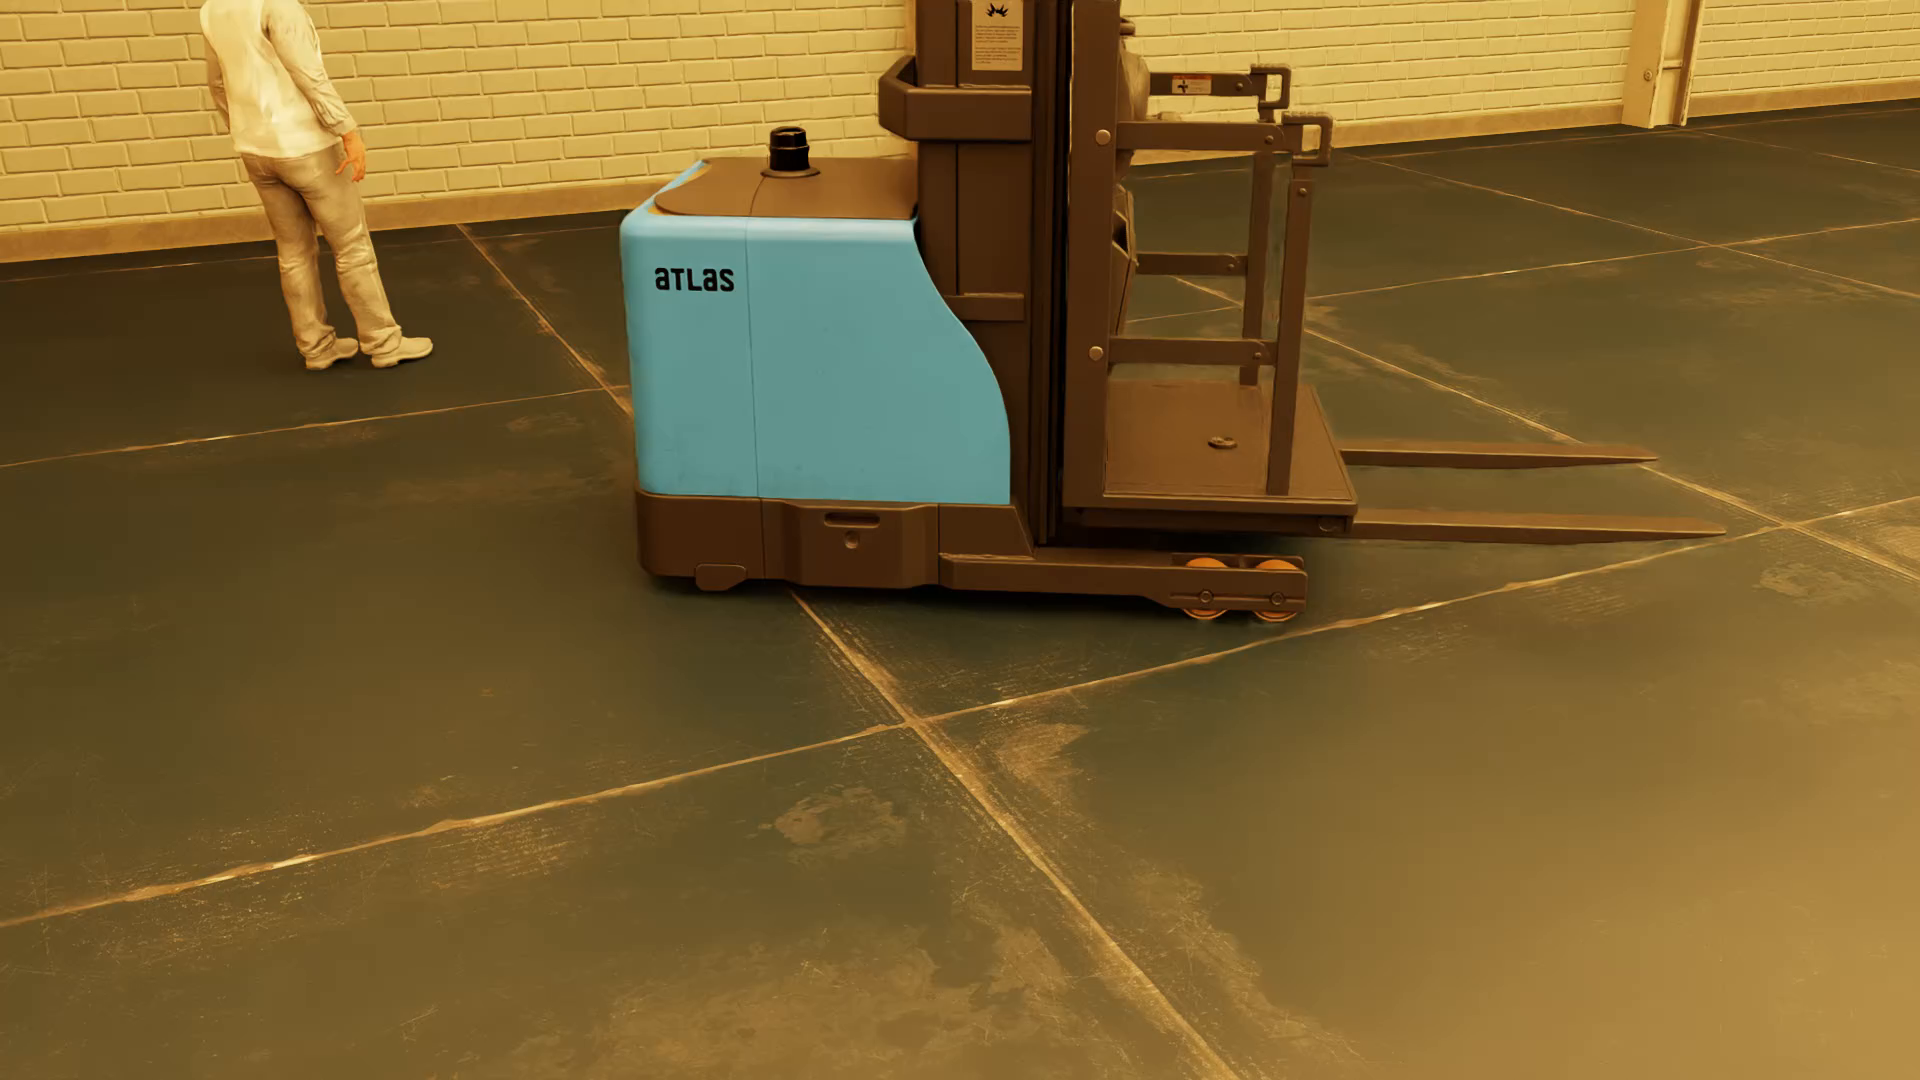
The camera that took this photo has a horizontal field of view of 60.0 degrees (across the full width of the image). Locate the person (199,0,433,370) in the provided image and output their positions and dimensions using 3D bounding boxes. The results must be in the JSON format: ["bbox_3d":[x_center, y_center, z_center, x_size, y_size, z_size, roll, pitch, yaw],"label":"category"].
[{"bbox_3d":[-2.567,-1.562,6.543,0.642,1.778,0.565,11,25,24],"label":"person"}]

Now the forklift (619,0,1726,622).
[{"bbox_3d":[0.627,-1.342,4.516,3.031,2.935,1.130,2,23,4],"label":"forklift"}]
